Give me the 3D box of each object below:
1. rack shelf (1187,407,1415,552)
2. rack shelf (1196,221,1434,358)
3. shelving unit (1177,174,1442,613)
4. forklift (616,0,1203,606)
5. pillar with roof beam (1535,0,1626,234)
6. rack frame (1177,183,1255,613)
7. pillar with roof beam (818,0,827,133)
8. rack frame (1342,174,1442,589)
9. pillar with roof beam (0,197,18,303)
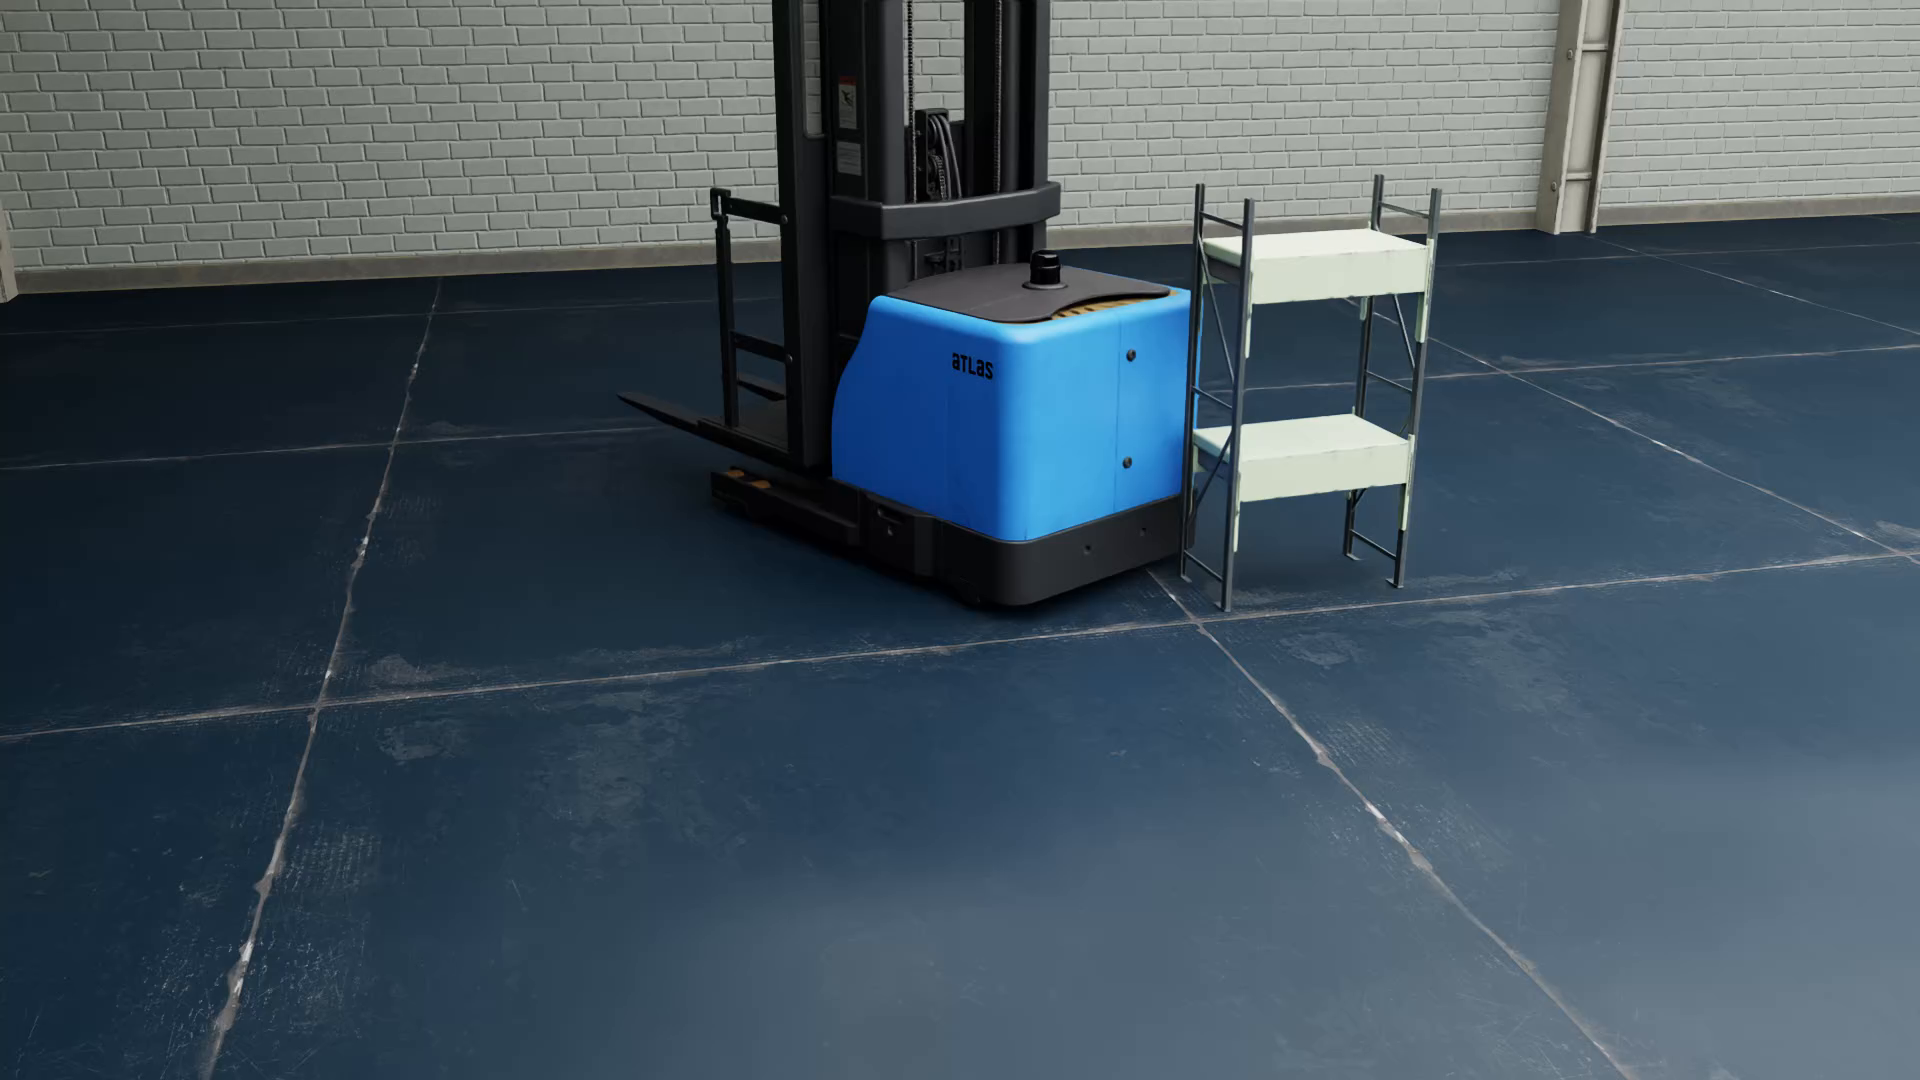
[{"bbox_3d":[1.260,-0.237,6.229,0.720,0.370,0.431,-7,21,-18],"label":"rack shelf"},{"bbox_3d":[1.260,-0.909,5.982,0.720,0.370,0.431,-7,21,-18],"label":"rack shelf"},{"bbox_3d":[1.260,-0.543,6.117,0.755,1.500,0.431,-7,21,-18],"label":"shelving unit"},{"bbox_3d":[-0.425,-1.567,6.831,1.130,2.935,3.031,-17,26,-39],"label":"forklift"},{"bbox_3d":[6.032,-5.367,8.383,0.400,9.000,9.100,-5,21,-12],"label":"pillar with roof beam"},{"bbox_3d":[0.914,-0.502,6.005,0.023,1.500,0.400,-7,21,-18],"label":"rack frame"},{"bbox_3d":[0.193,-4.892,7.087,0.400,9.000,9.100,-5,21,-12],"label":"pillar with roof beam"},{"bbox_3d":[1.607,-0.584,6.228,0.023,1.500,0.400,-7,21,-18],"label":"rack frame"},{"bbox_3d":[-5.646,-4.417,5.791,0.400,9.000,9.100,-5,21,-12],"label":"pillar with roof beam"}]
